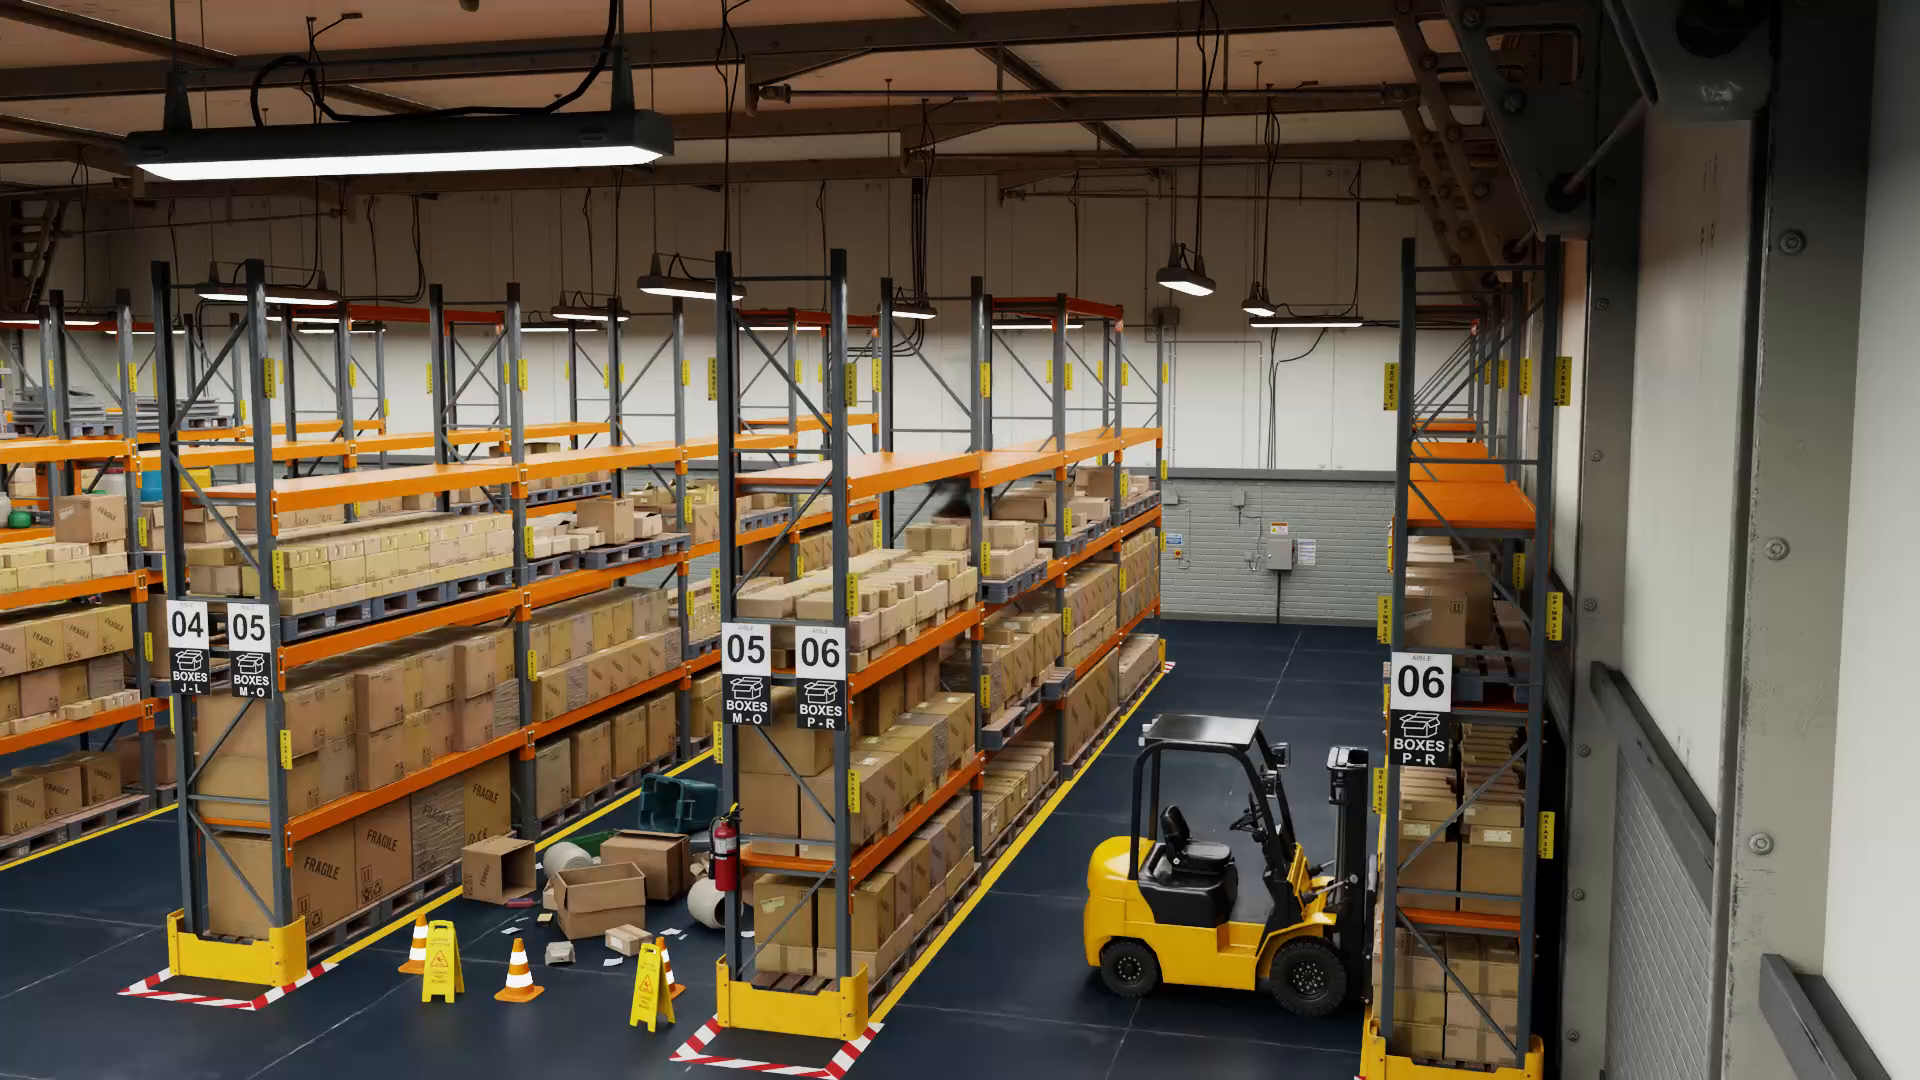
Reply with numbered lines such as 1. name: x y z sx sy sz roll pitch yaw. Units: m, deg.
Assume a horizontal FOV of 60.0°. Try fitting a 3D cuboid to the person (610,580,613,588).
1. person: -5.718 1.422 27.762 0.565 1.623 0.548 2 6 17
